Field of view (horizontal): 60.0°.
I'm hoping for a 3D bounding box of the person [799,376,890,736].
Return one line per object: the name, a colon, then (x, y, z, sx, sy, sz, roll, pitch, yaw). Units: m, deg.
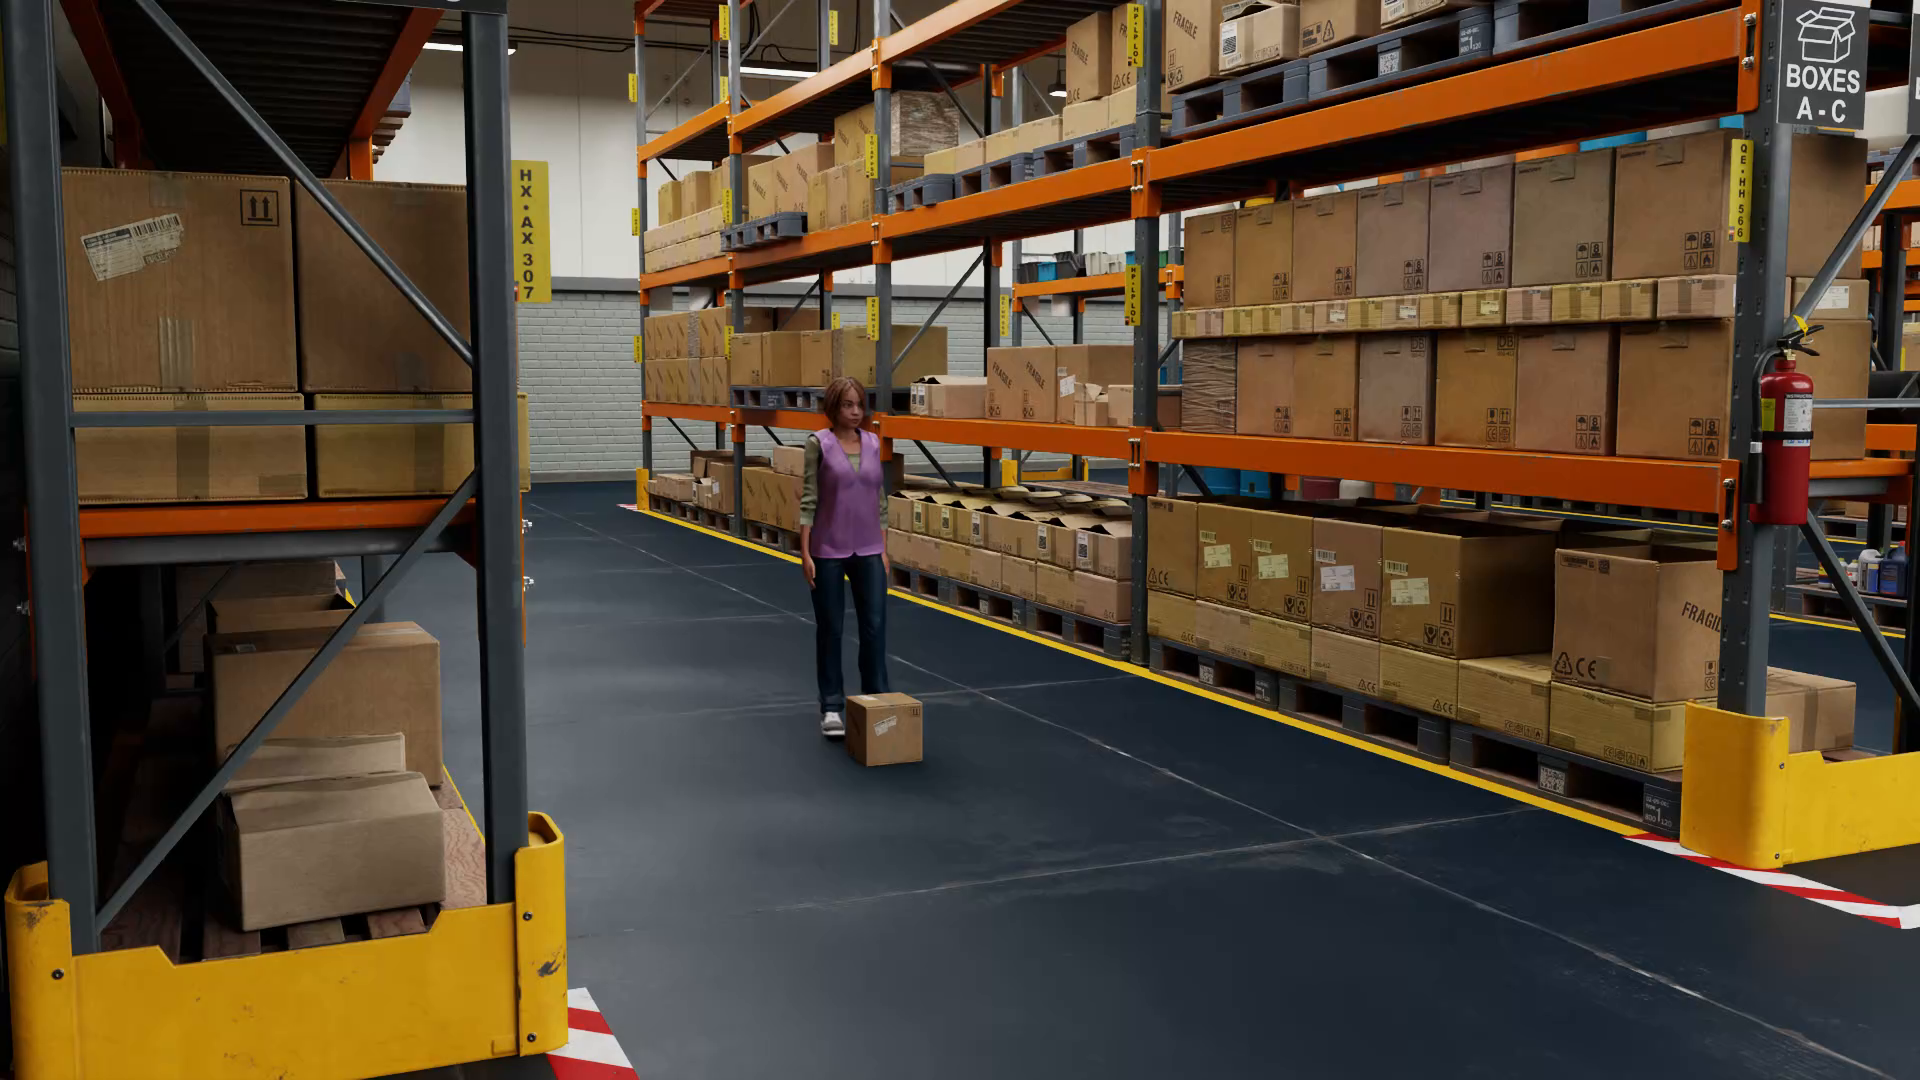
person: (-0.487, 0.083, 7.327, 0.430, 1.602, 0.479, -2, 6, -23)
